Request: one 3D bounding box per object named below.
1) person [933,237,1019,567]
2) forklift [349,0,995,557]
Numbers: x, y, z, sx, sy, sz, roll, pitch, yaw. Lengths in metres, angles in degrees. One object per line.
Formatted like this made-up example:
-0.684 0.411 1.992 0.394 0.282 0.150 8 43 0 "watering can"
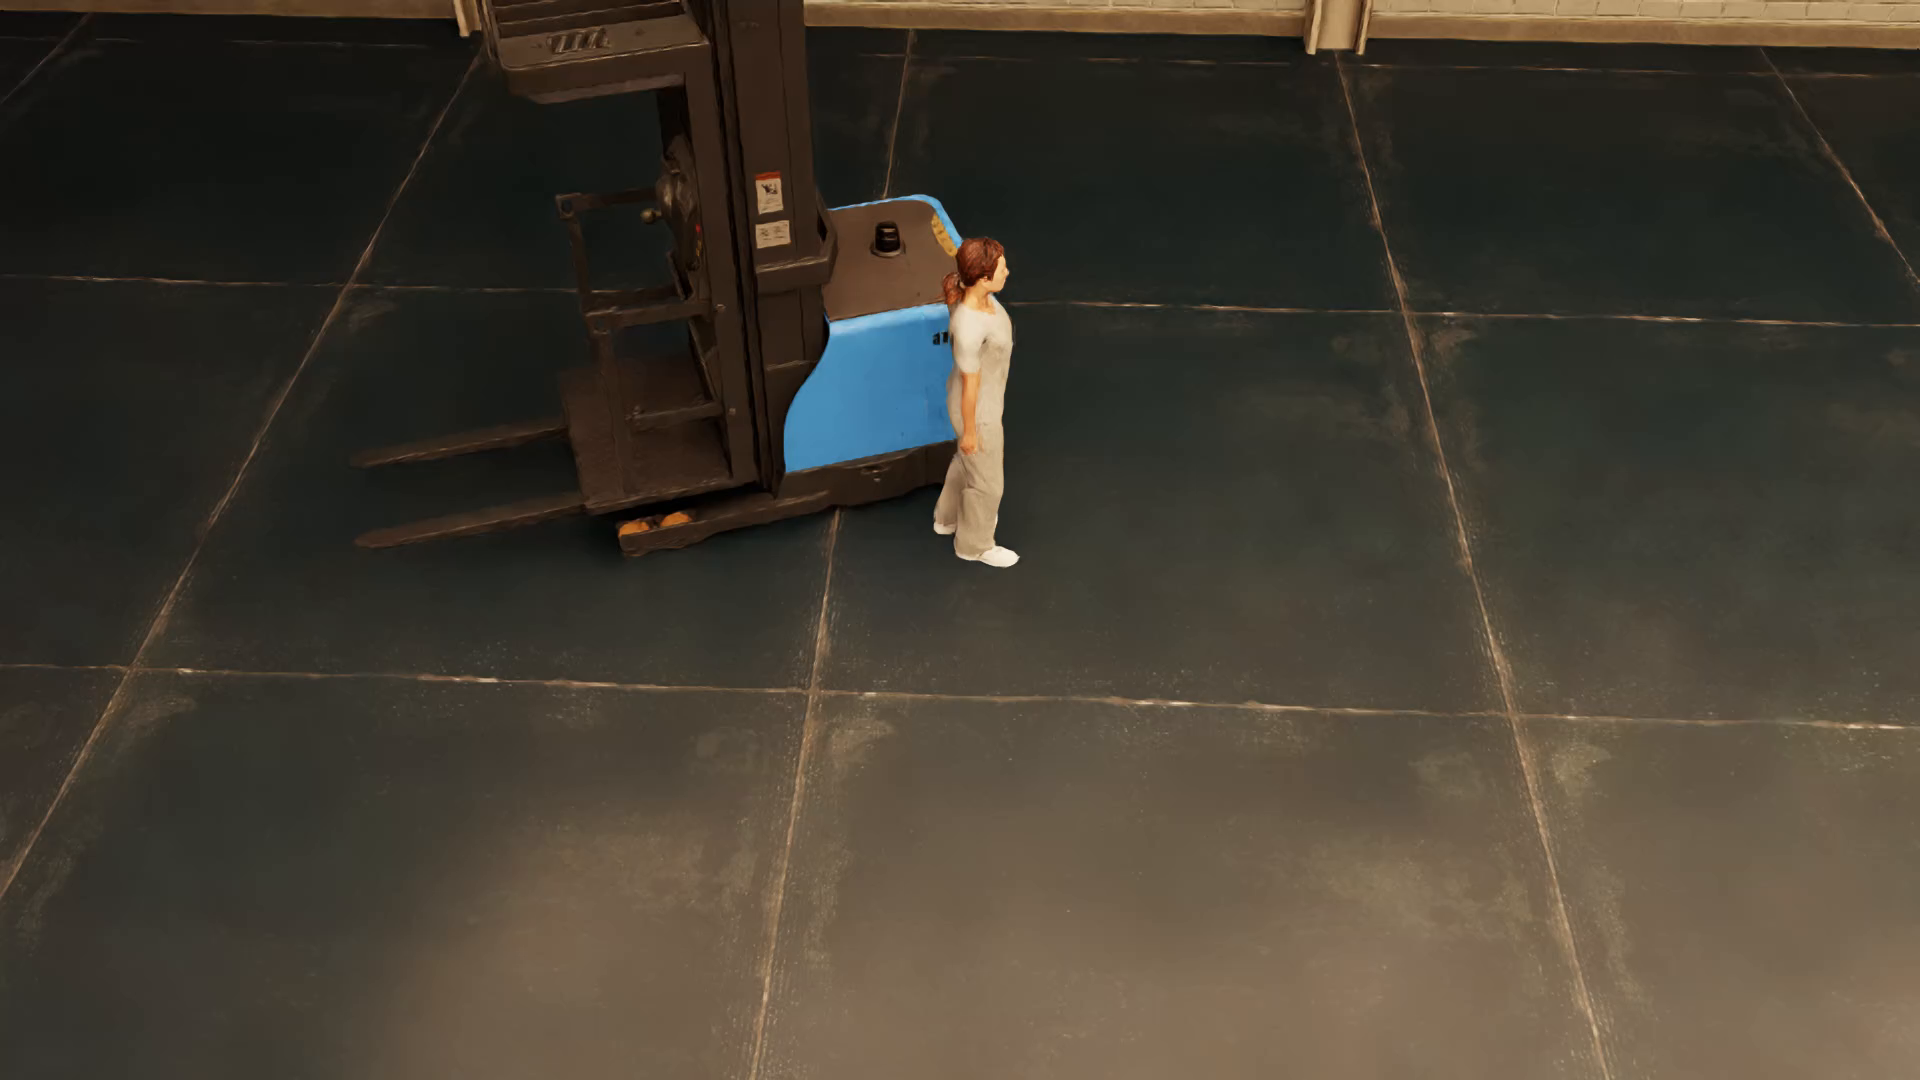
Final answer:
0.072 -0.618 7.371 0.398 1.668 0.545 -1 42 -1 "person"
-1.402 -1.406 7.282 3.031 2.935 1.130 -12 44 -13 "forklift"
